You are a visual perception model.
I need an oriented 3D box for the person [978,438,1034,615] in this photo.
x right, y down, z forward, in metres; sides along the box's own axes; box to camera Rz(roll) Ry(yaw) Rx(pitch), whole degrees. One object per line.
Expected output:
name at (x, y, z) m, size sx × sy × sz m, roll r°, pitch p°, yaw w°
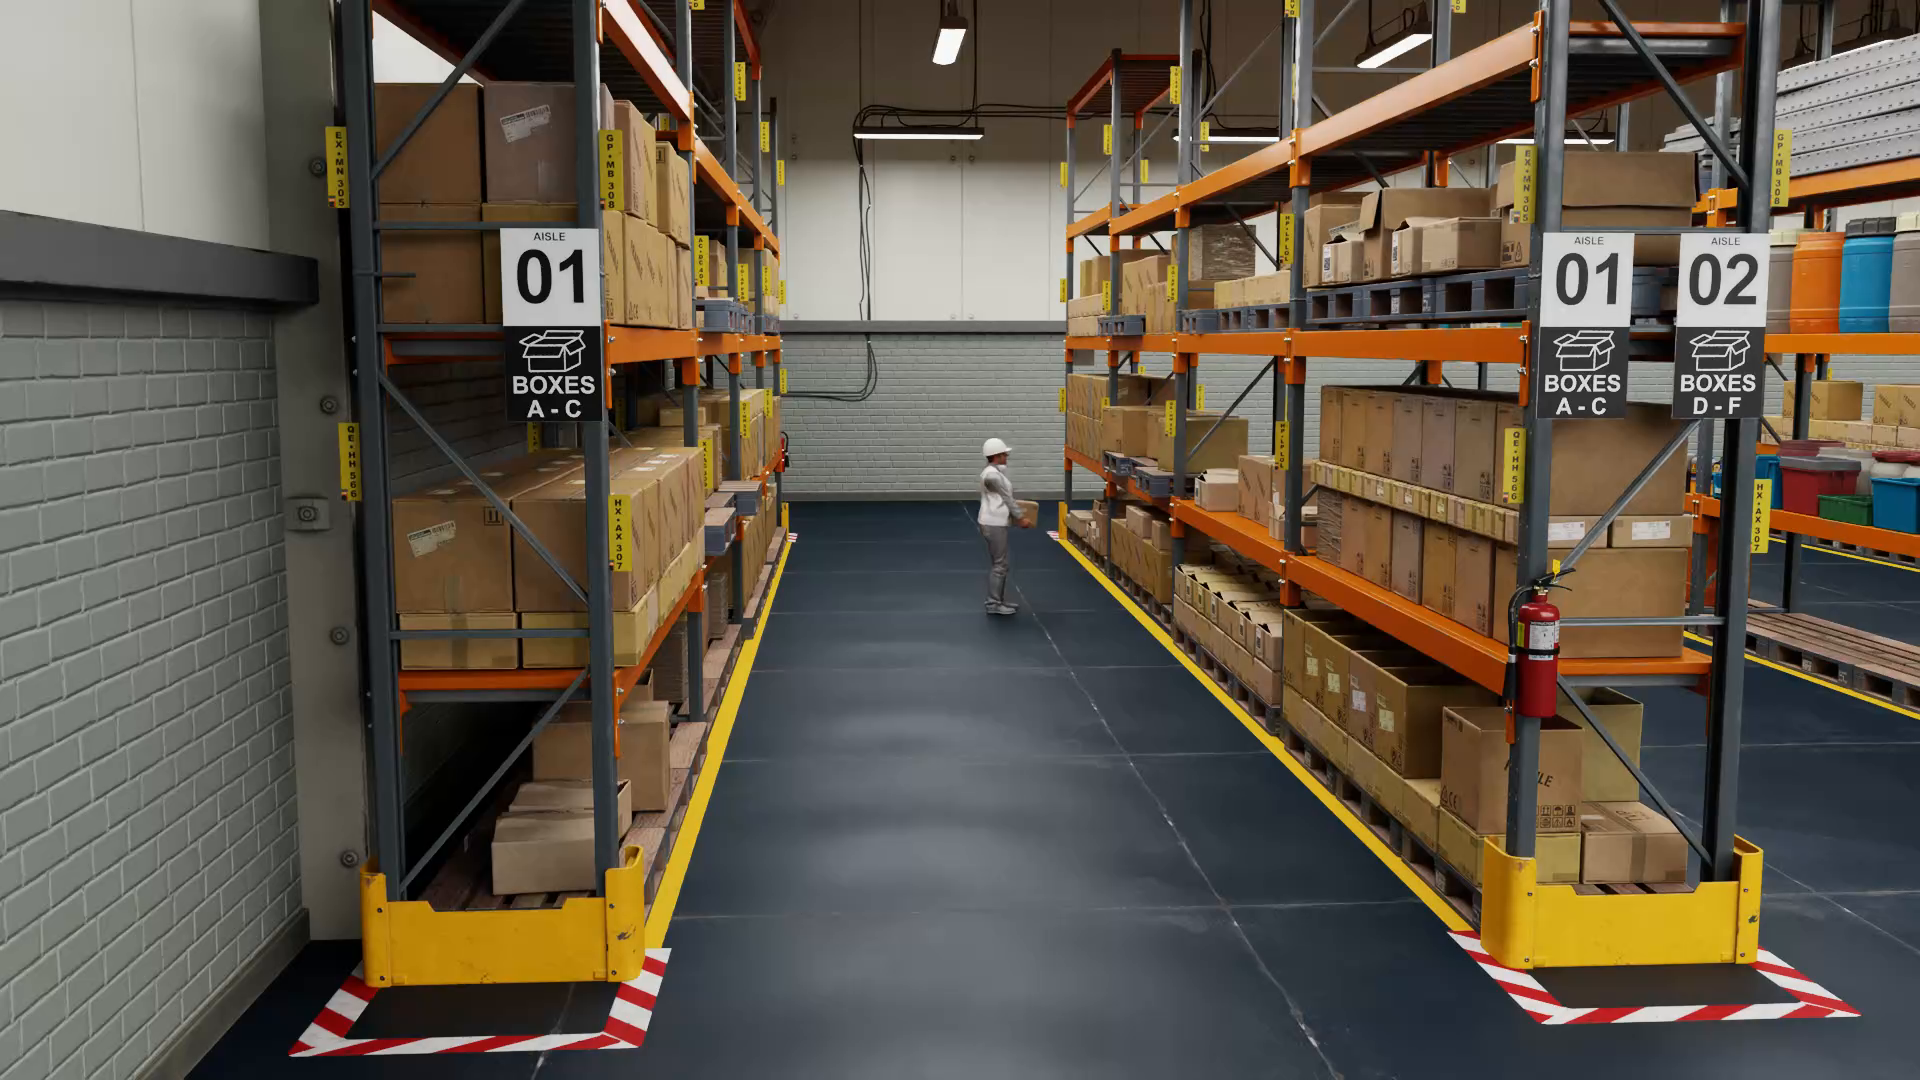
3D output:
person at (0.458, -0.147, 16.883) m, size 0.550 × 1.772 × 0.495 m, roll 0°, pitch 7°, yaw -4°
